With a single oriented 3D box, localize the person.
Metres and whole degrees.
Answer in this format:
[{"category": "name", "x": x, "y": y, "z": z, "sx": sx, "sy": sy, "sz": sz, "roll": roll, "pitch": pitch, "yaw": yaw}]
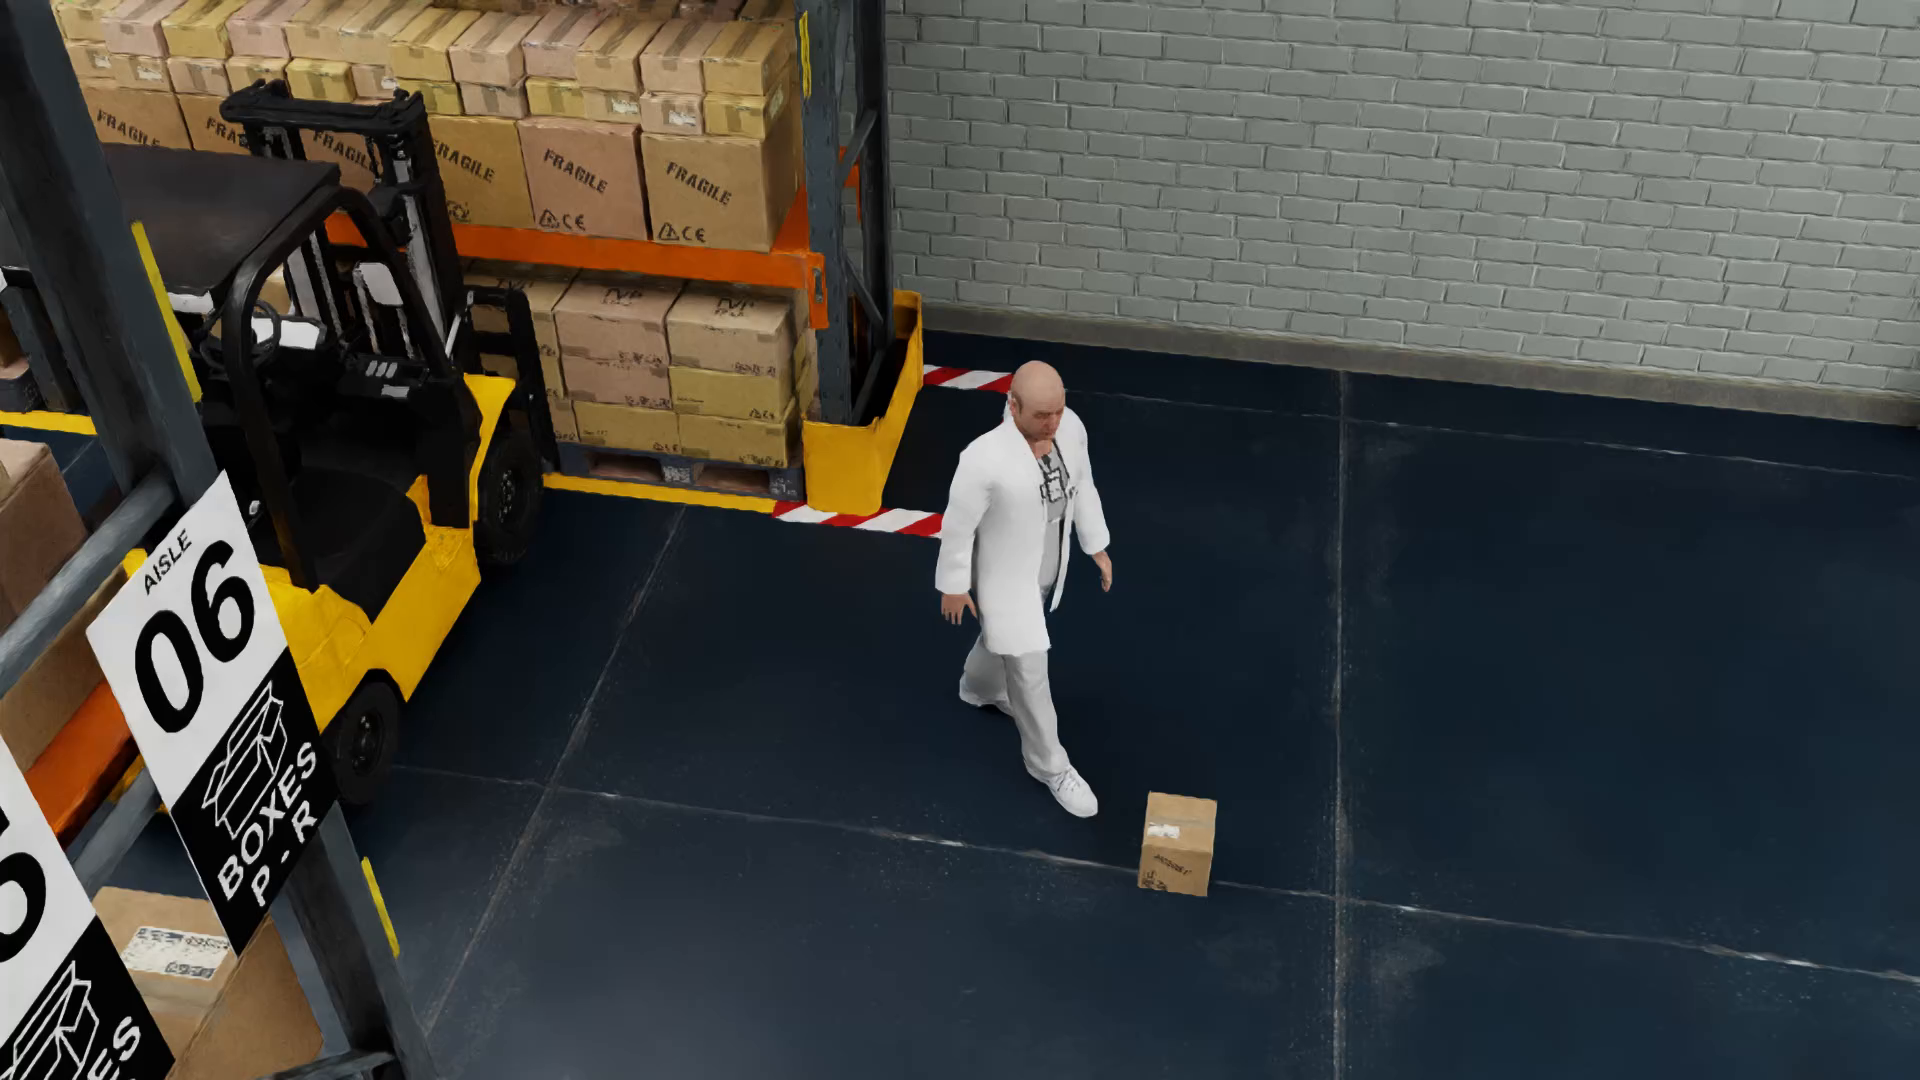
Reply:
[{"category": "person", "x": 0.288, "y": 0.138, "z": 5.979, "sx": 0.809, "sy": 1.774, "sz": 0.636, "roll": 29, "pitch": 48, "yaw": 30}]
